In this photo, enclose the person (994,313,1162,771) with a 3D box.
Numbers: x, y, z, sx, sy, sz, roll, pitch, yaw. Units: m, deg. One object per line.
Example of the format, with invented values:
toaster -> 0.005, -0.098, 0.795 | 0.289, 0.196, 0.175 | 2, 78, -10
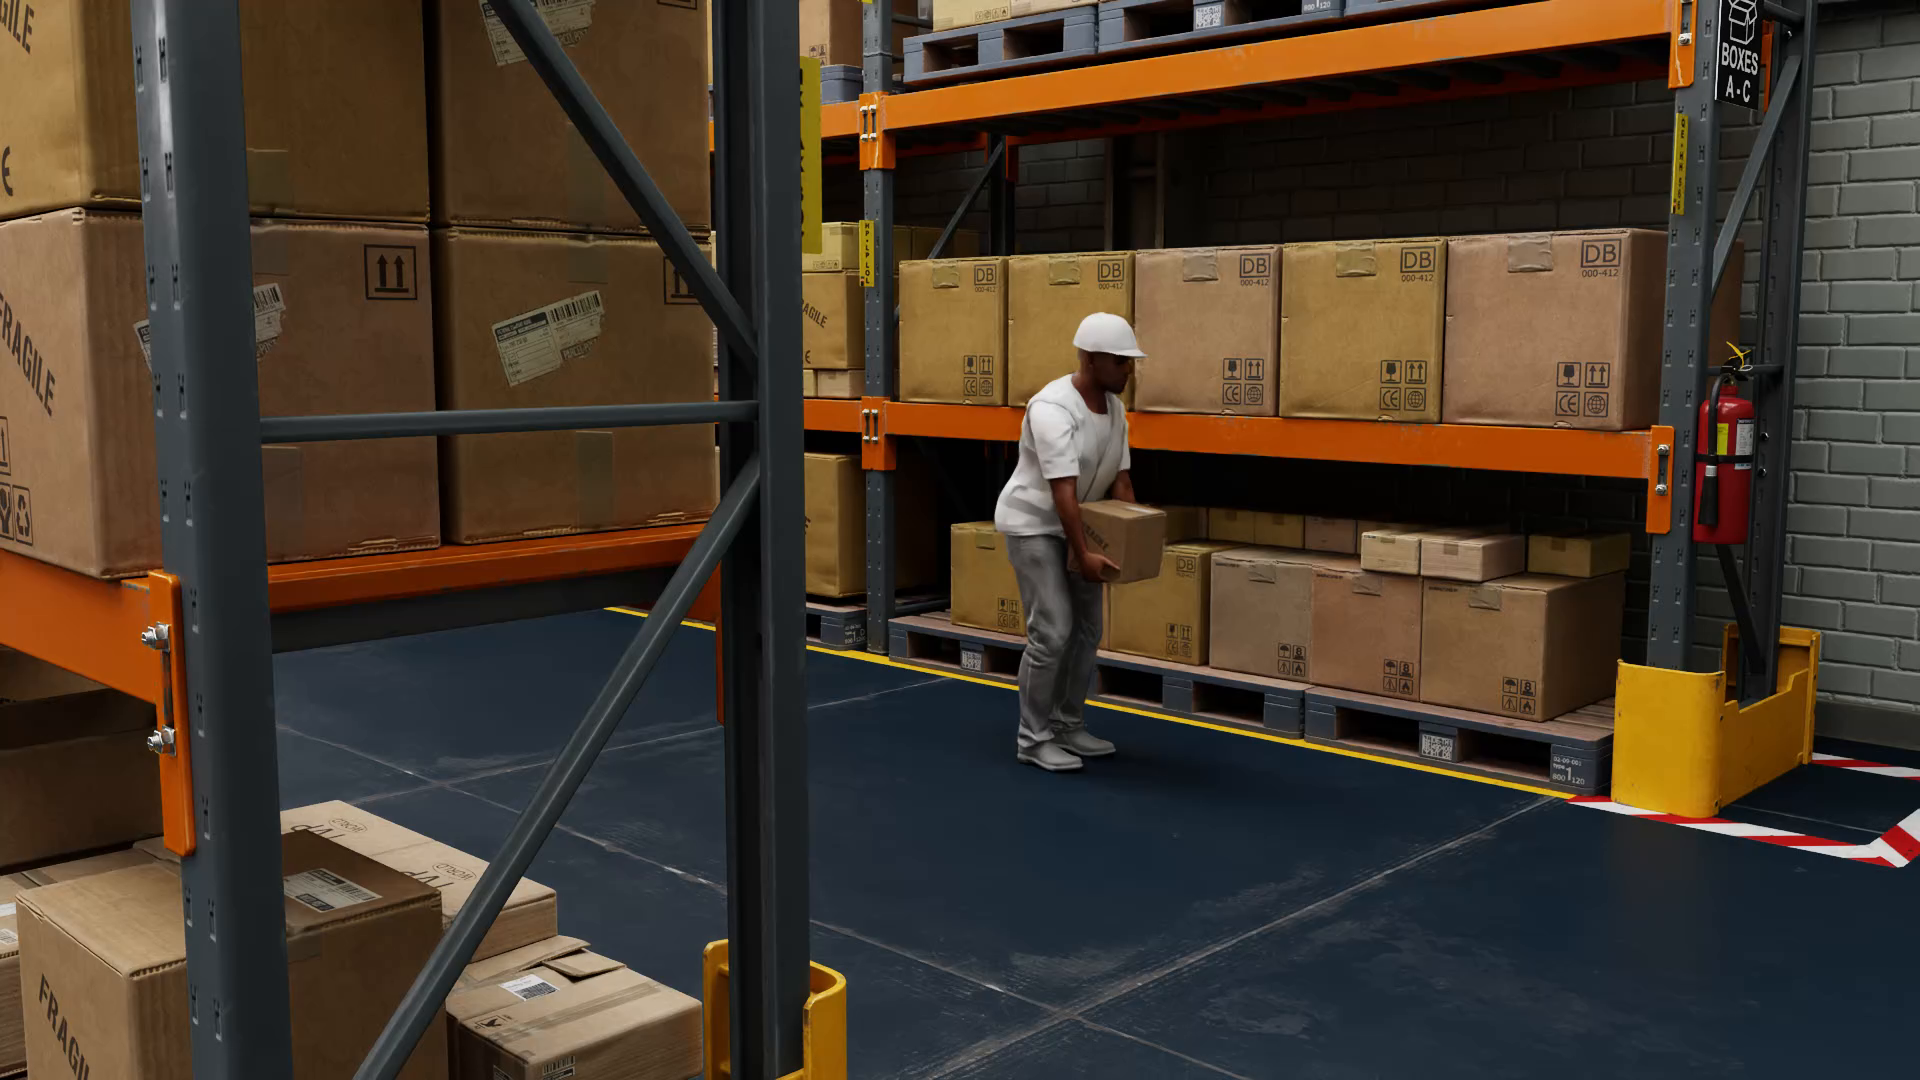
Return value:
person -> 0.450, 0.002, 6.329 | 0.611, 1.719, 0.488 | 6, 9, 41
